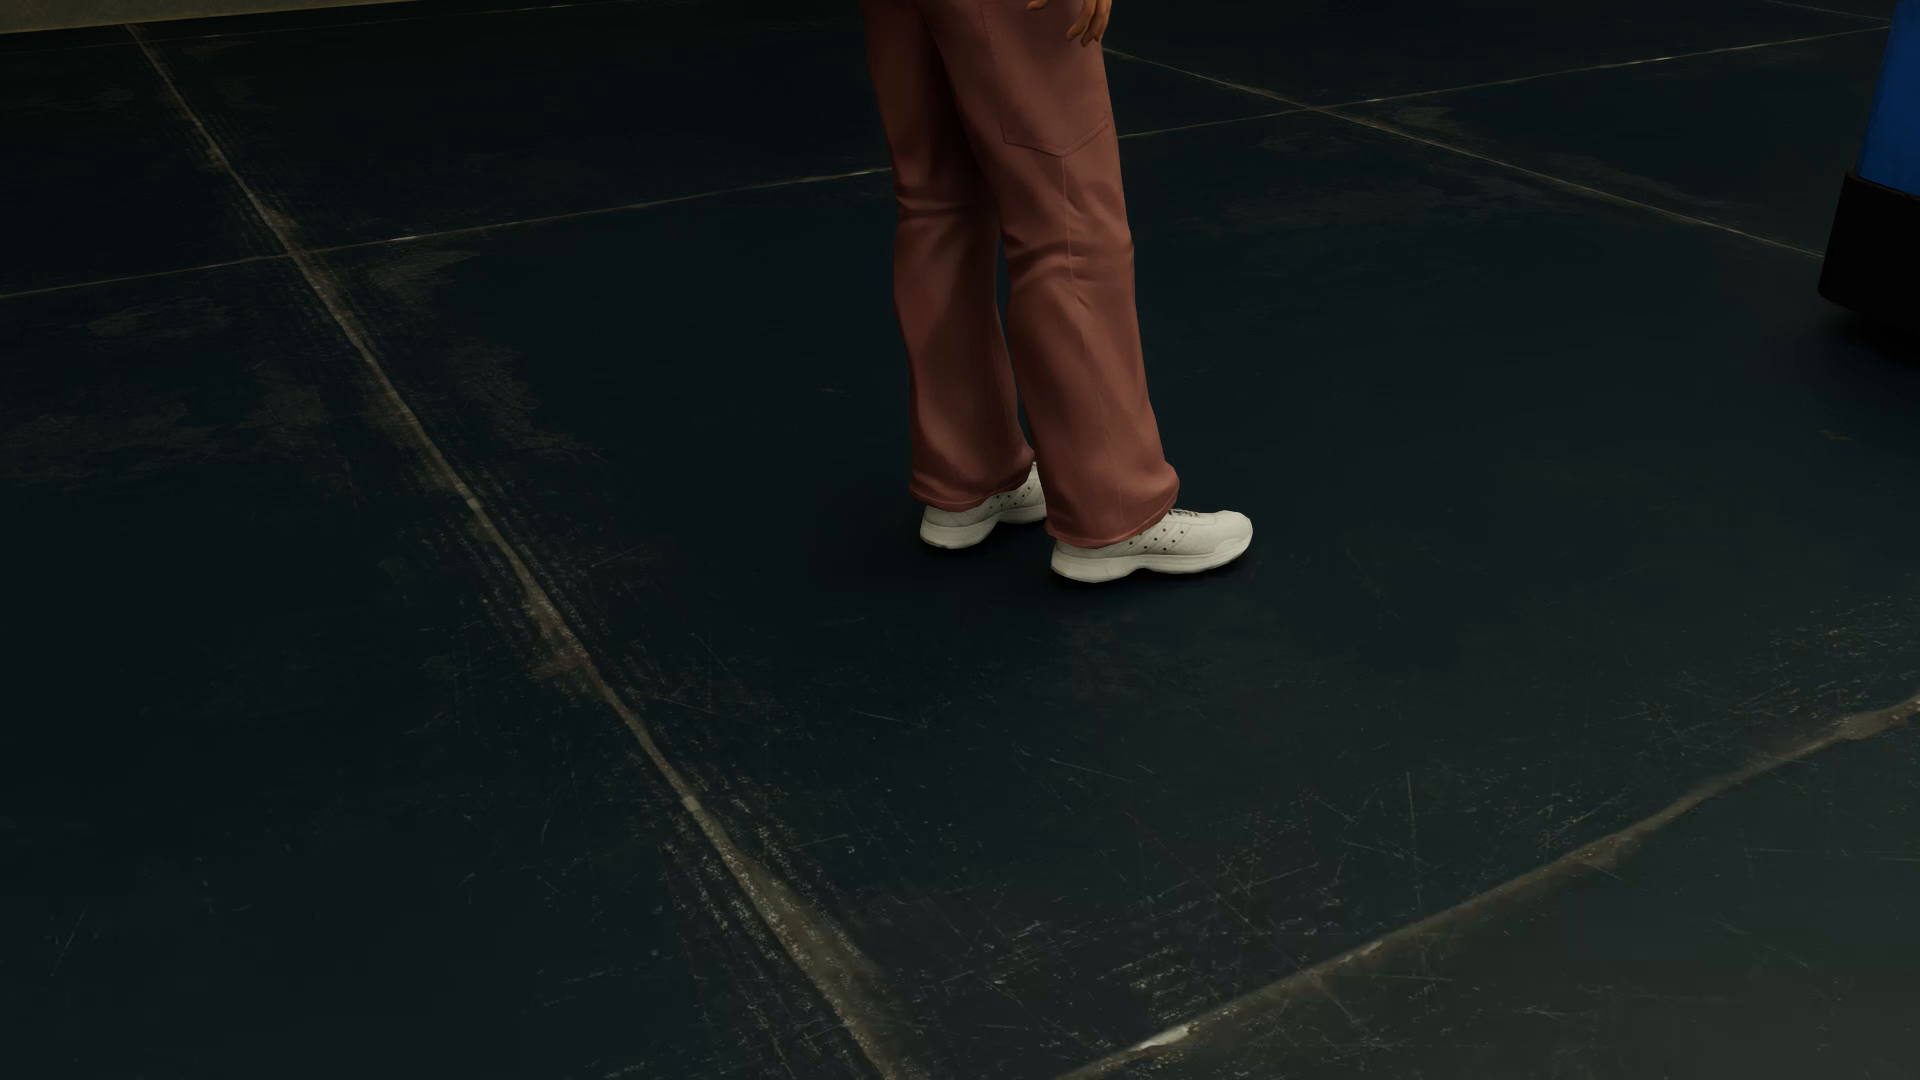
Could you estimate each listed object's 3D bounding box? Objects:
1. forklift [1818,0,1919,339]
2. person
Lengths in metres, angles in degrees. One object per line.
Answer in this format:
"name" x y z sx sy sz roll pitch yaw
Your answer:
"forklift" 3.280 -1.725 2.660 3.031 2.935 1.130 -8 28 -15
"person" 0.070 -0.766 2.141 0.548 1.673 0.553 -15 30 -26
